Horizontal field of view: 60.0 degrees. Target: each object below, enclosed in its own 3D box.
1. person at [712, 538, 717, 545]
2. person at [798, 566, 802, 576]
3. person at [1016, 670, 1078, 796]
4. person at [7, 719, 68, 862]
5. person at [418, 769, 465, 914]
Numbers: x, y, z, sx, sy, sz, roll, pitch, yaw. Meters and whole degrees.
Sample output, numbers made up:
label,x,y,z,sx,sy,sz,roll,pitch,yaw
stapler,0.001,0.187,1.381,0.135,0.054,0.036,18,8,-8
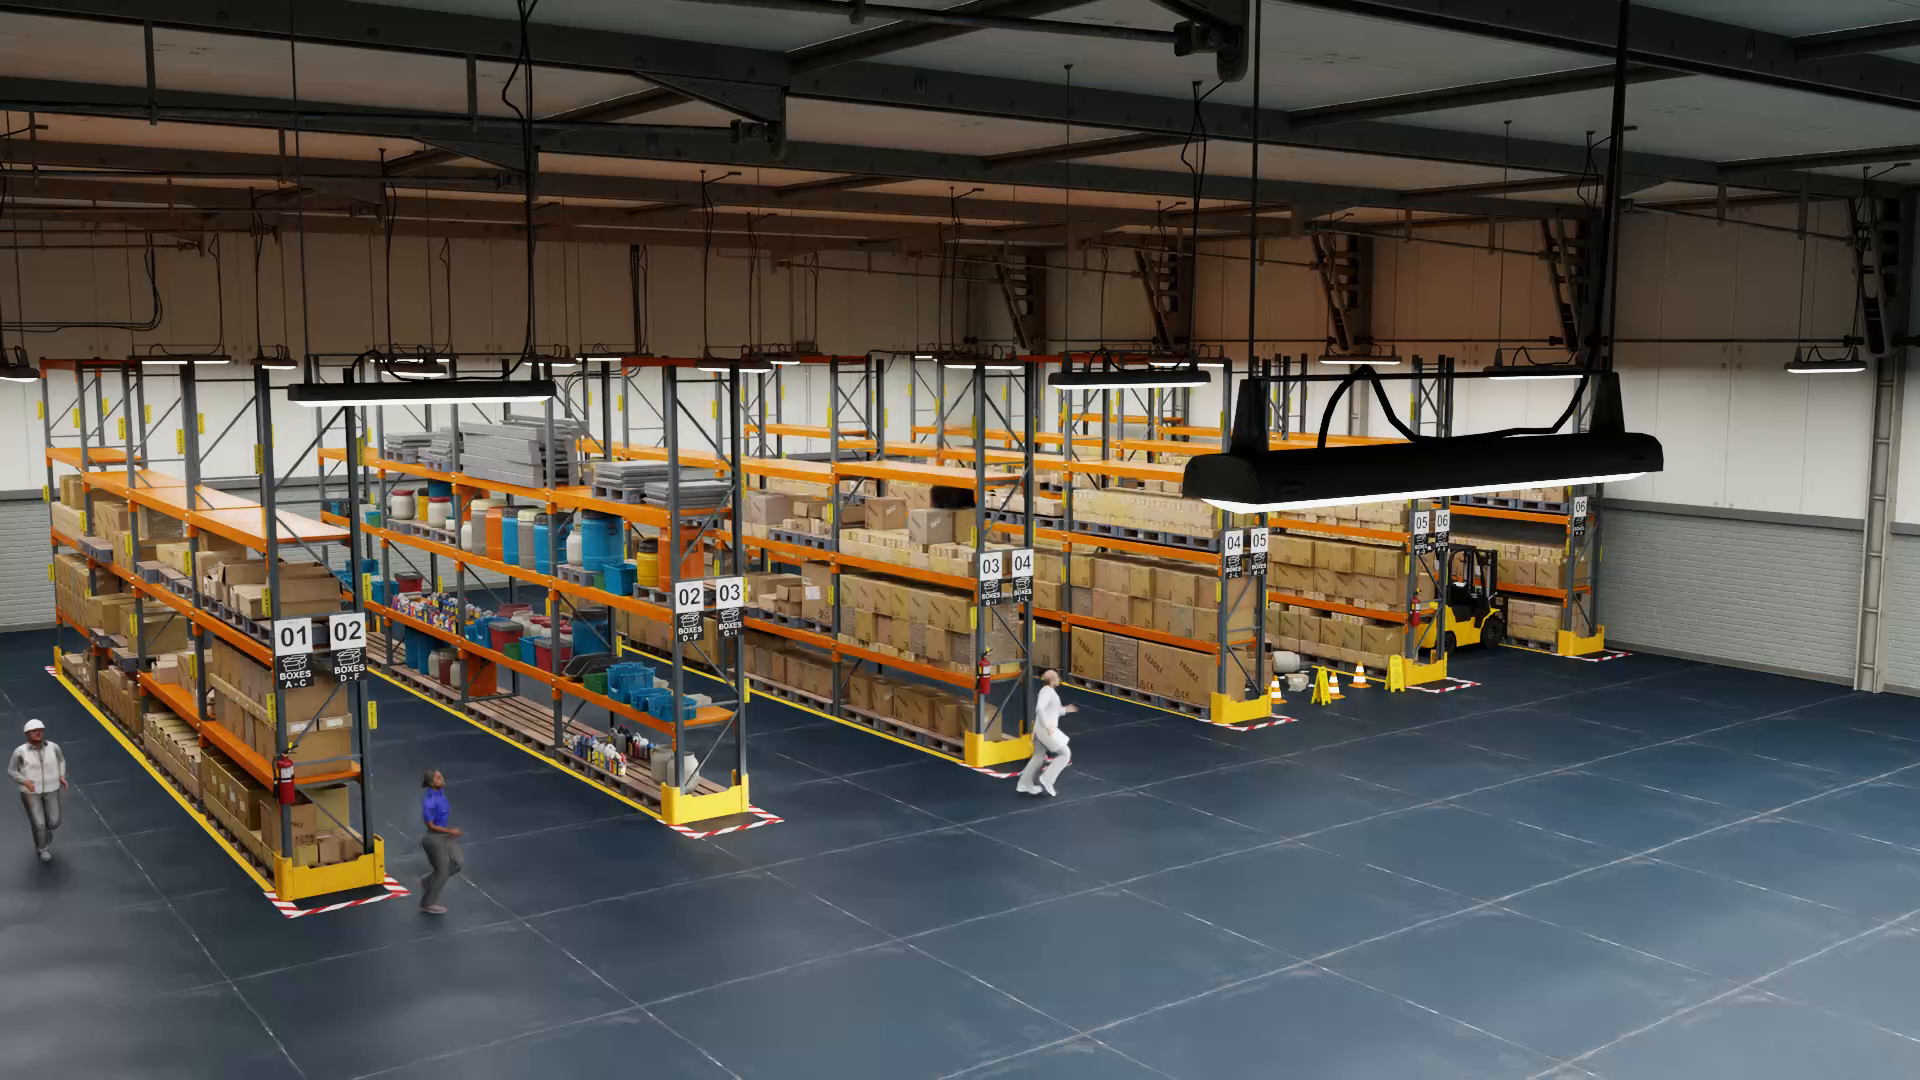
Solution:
label,x,y,z,sx,sy,sz,roll,pitch,yaw
person,-5.701,0.808,38.941,0.702,1.734,0.575,-4,8,-31
person,-3.816,0.519,41.647,0.912,1.631,0.692,4,8,28
person,1.242,2.697,23.104,0.915,1.781,0.744,-1,7,-11
person,-11.262,3.047,20.345,0.661,1.731,0.585,-6,9,-43
person,-5.757,3.328,18.470,0.538,1.622,0.577,-1,7,-6
